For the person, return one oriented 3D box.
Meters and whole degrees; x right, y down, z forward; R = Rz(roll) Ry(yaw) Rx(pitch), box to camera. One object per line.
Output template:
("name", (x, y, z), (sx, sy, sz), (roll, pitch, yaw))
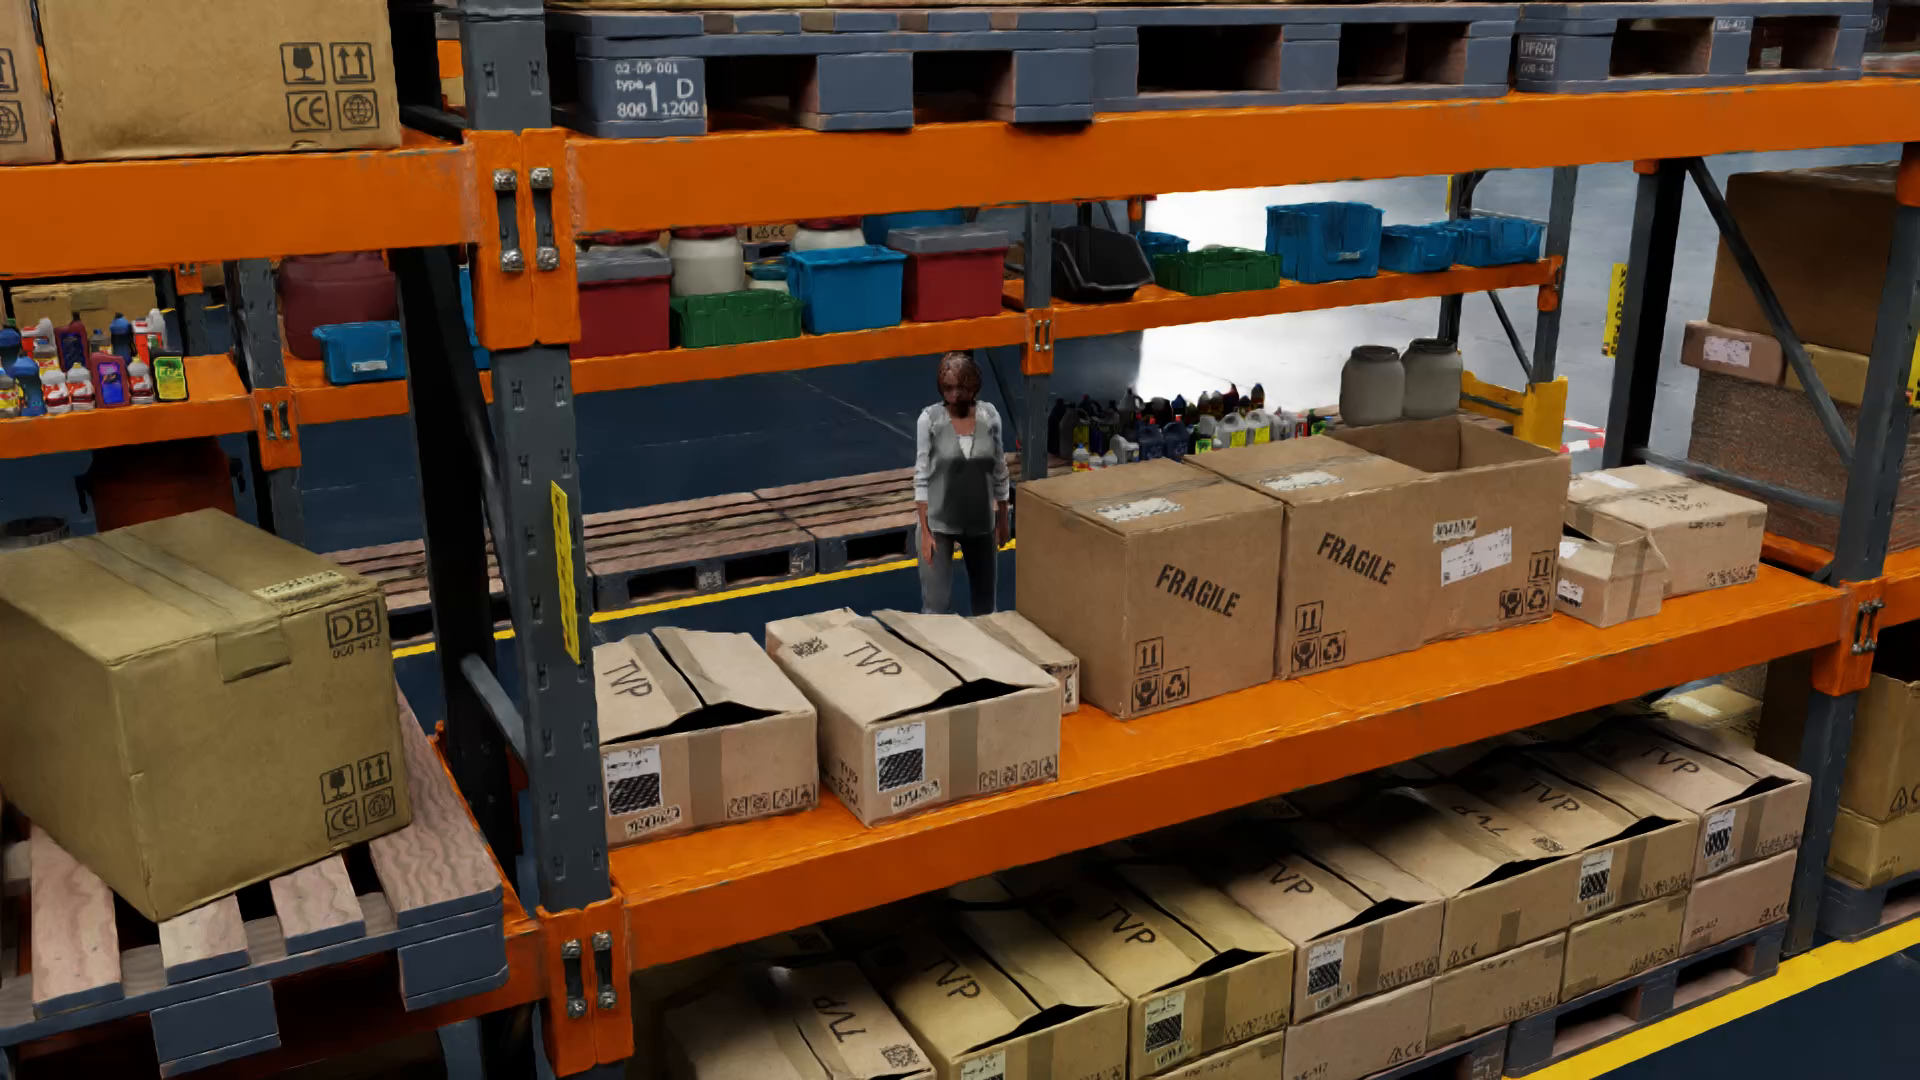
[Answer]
("person", (0.017, -0.049, 7.237), (0.511, 1.587, 0.568), (-7, 20, -19))
